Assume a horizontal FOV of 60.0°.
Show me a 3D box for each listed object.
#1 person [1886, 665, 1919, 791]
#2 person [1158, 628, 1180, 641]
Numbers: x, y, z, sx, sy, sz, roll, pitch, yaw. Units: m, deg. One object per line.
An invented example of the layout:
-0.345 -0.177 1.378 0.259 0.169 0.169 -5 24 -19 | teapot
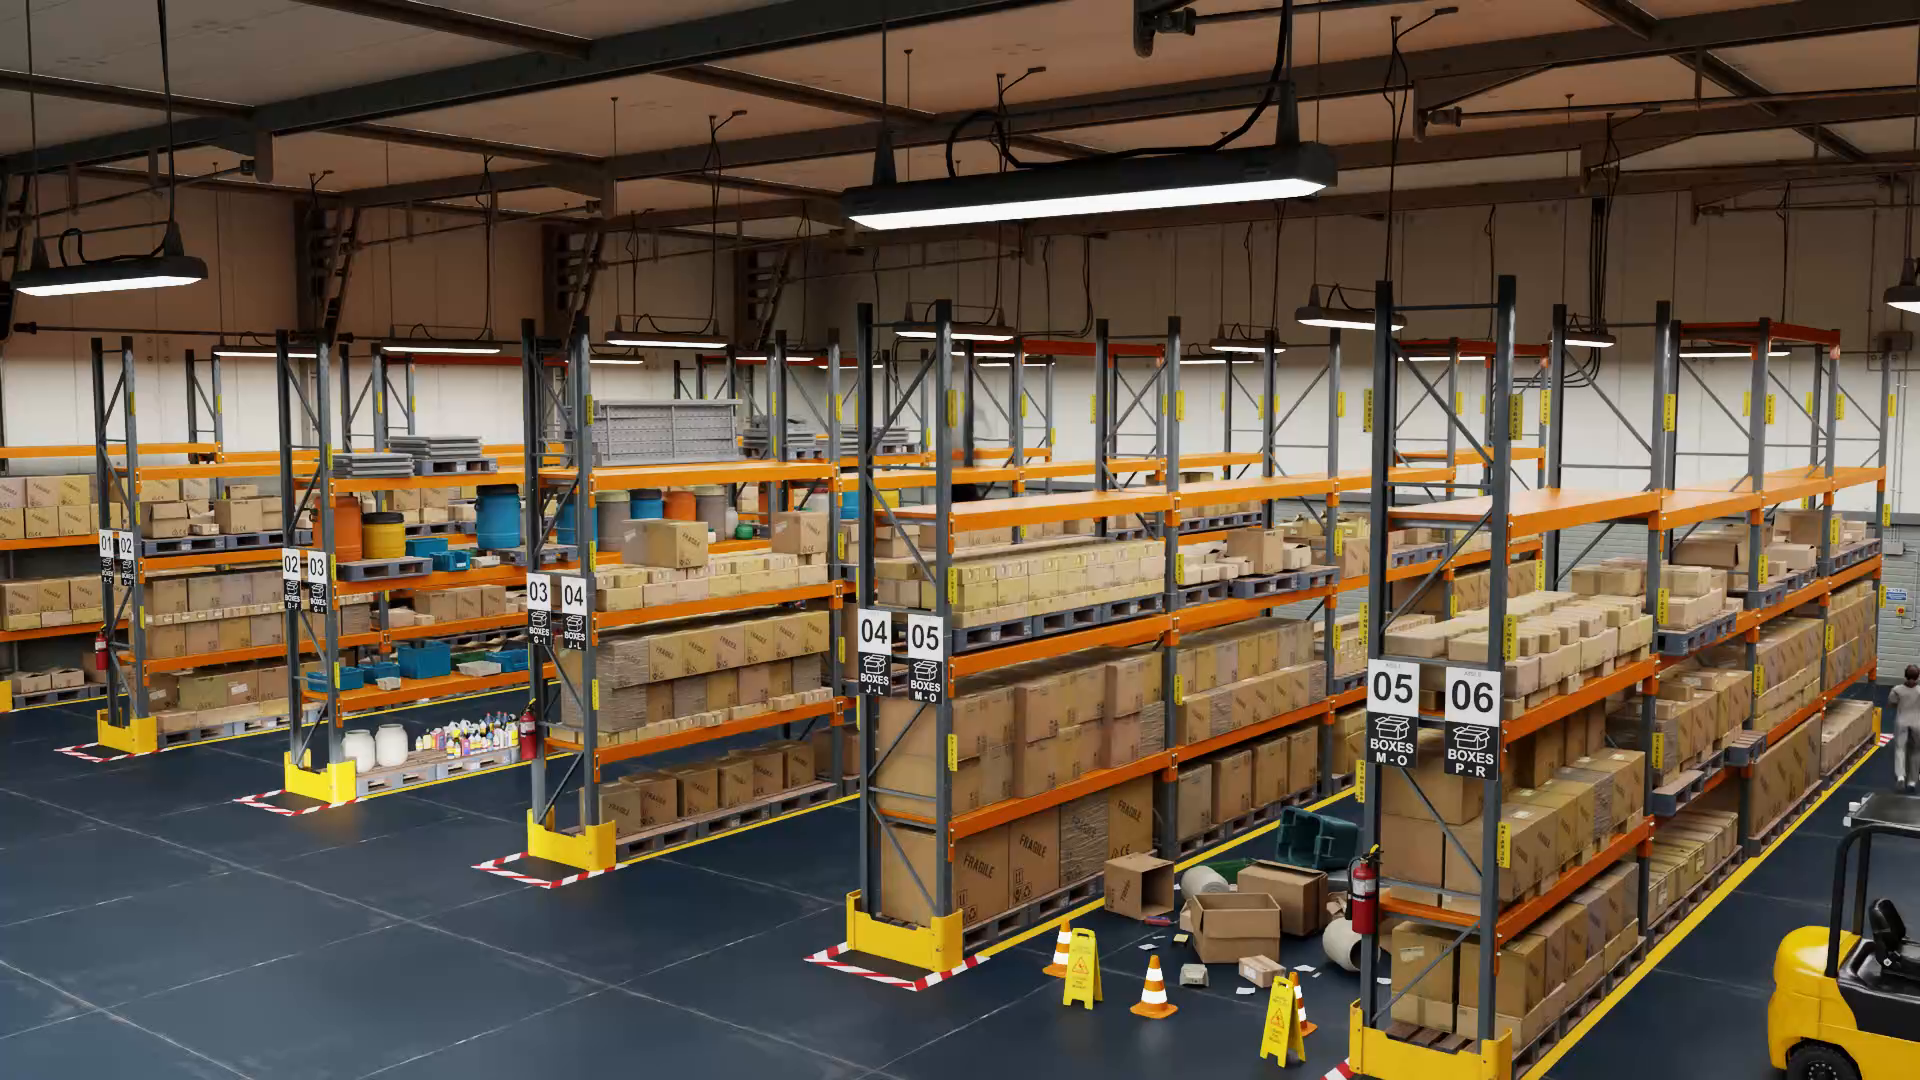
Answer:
12.315 2.432 21.553 0.564 1.655 0.969 3 6 31 | person
2.940 1.989 23.032 0.643 1.895 0.835 3 6 27 | person
